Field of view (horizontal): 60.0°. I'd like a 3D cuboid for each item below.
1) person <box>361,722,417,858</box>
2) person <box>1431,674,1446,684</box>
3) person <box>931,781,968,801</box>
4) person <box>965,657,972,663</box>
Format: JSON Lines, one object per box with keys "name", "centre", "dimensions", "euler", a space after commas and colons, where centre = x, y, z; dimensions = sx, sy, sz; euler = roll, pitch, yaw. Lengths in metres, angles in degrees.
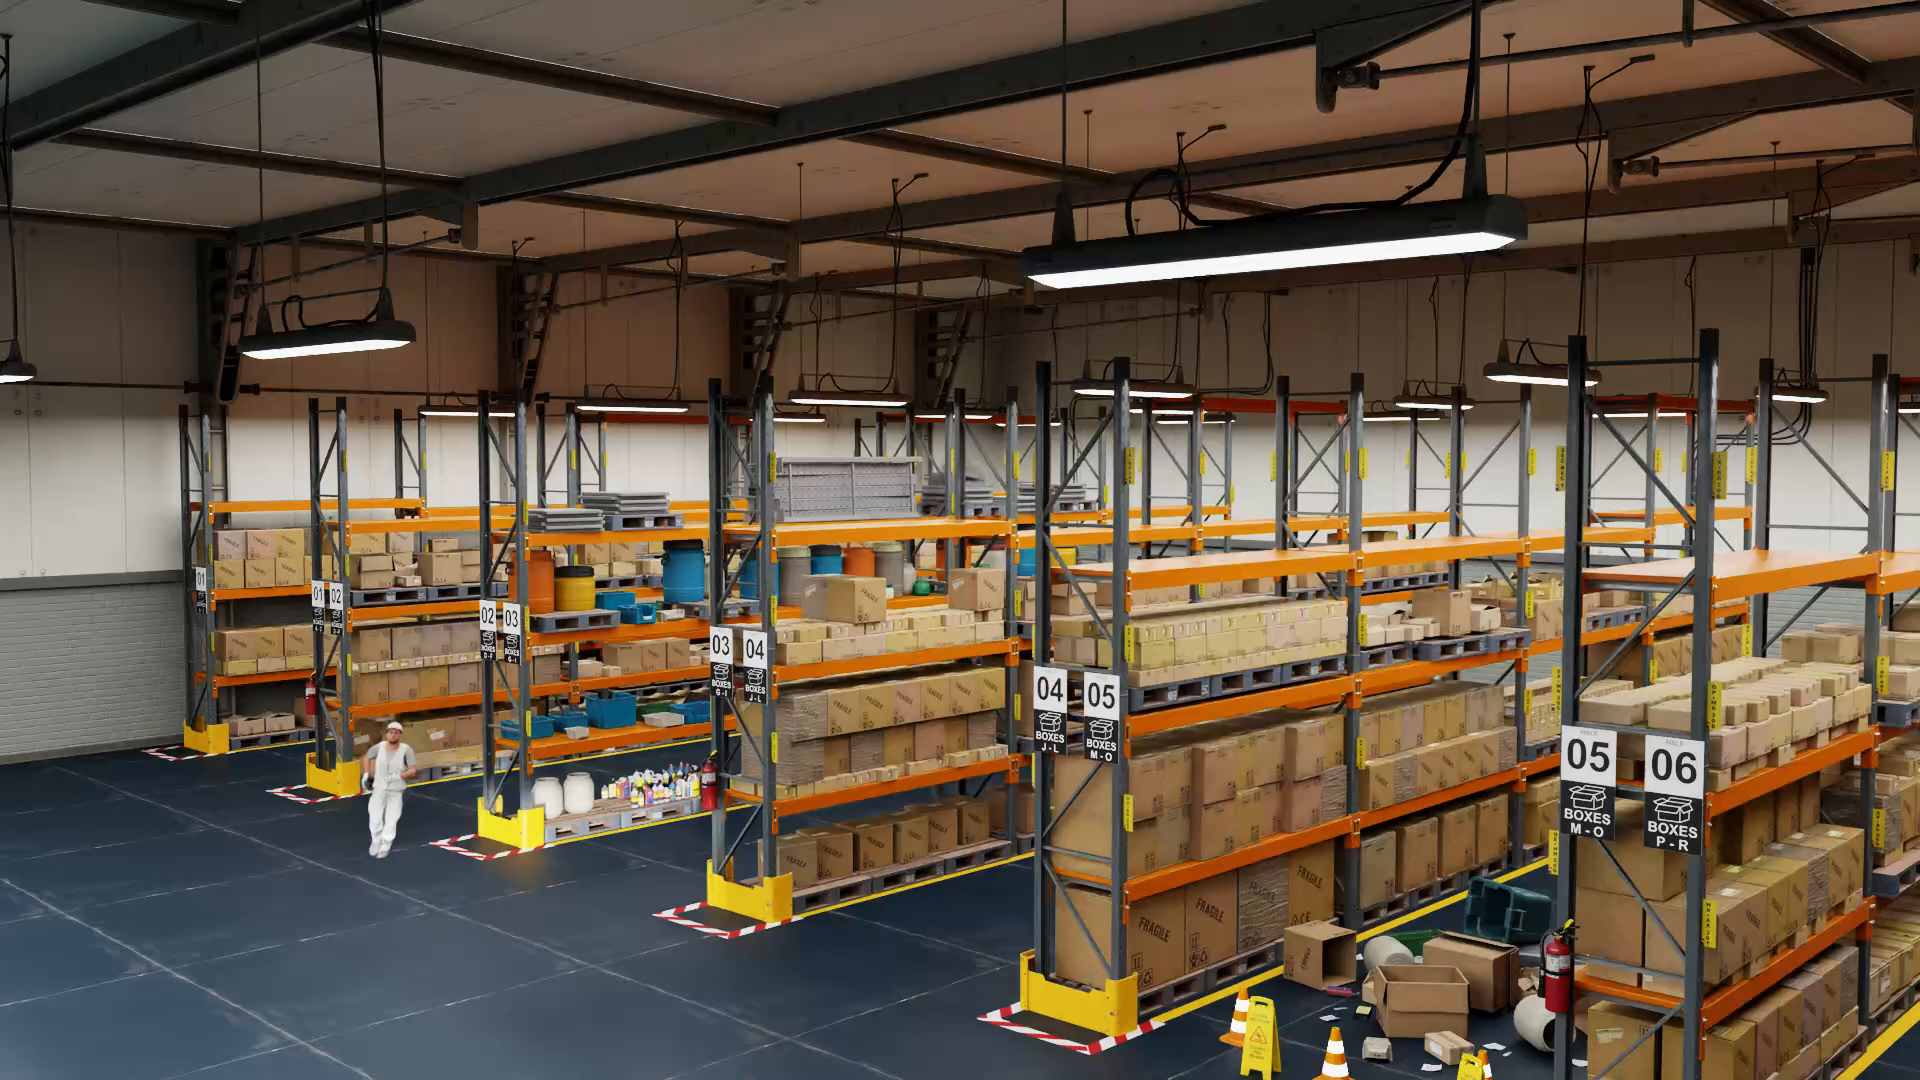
{"name": "person", "centre": [-7.248, 3.180, 21.118], "dimensions": [0.684, 1.736, 0.600], "euler": [-1, 3, -15]}
{"name": "person", "centre": [7.571, 2.938, 26.506], "dimensions": [0.601, 1.654, 0.676], "euler": [2, 4, 37]}
{"name": "person", "centre": [-0.137, 3.064, 23.197], "dimensions": [0.669, 1.823, 0.748], "euler": [2, 4, 32]}
{"name": "person", "centre": [0.055, 2.344, 32.752], "dimensions": [0.597, 1.643, 0.555], "euler": [2, 4, 39]}
